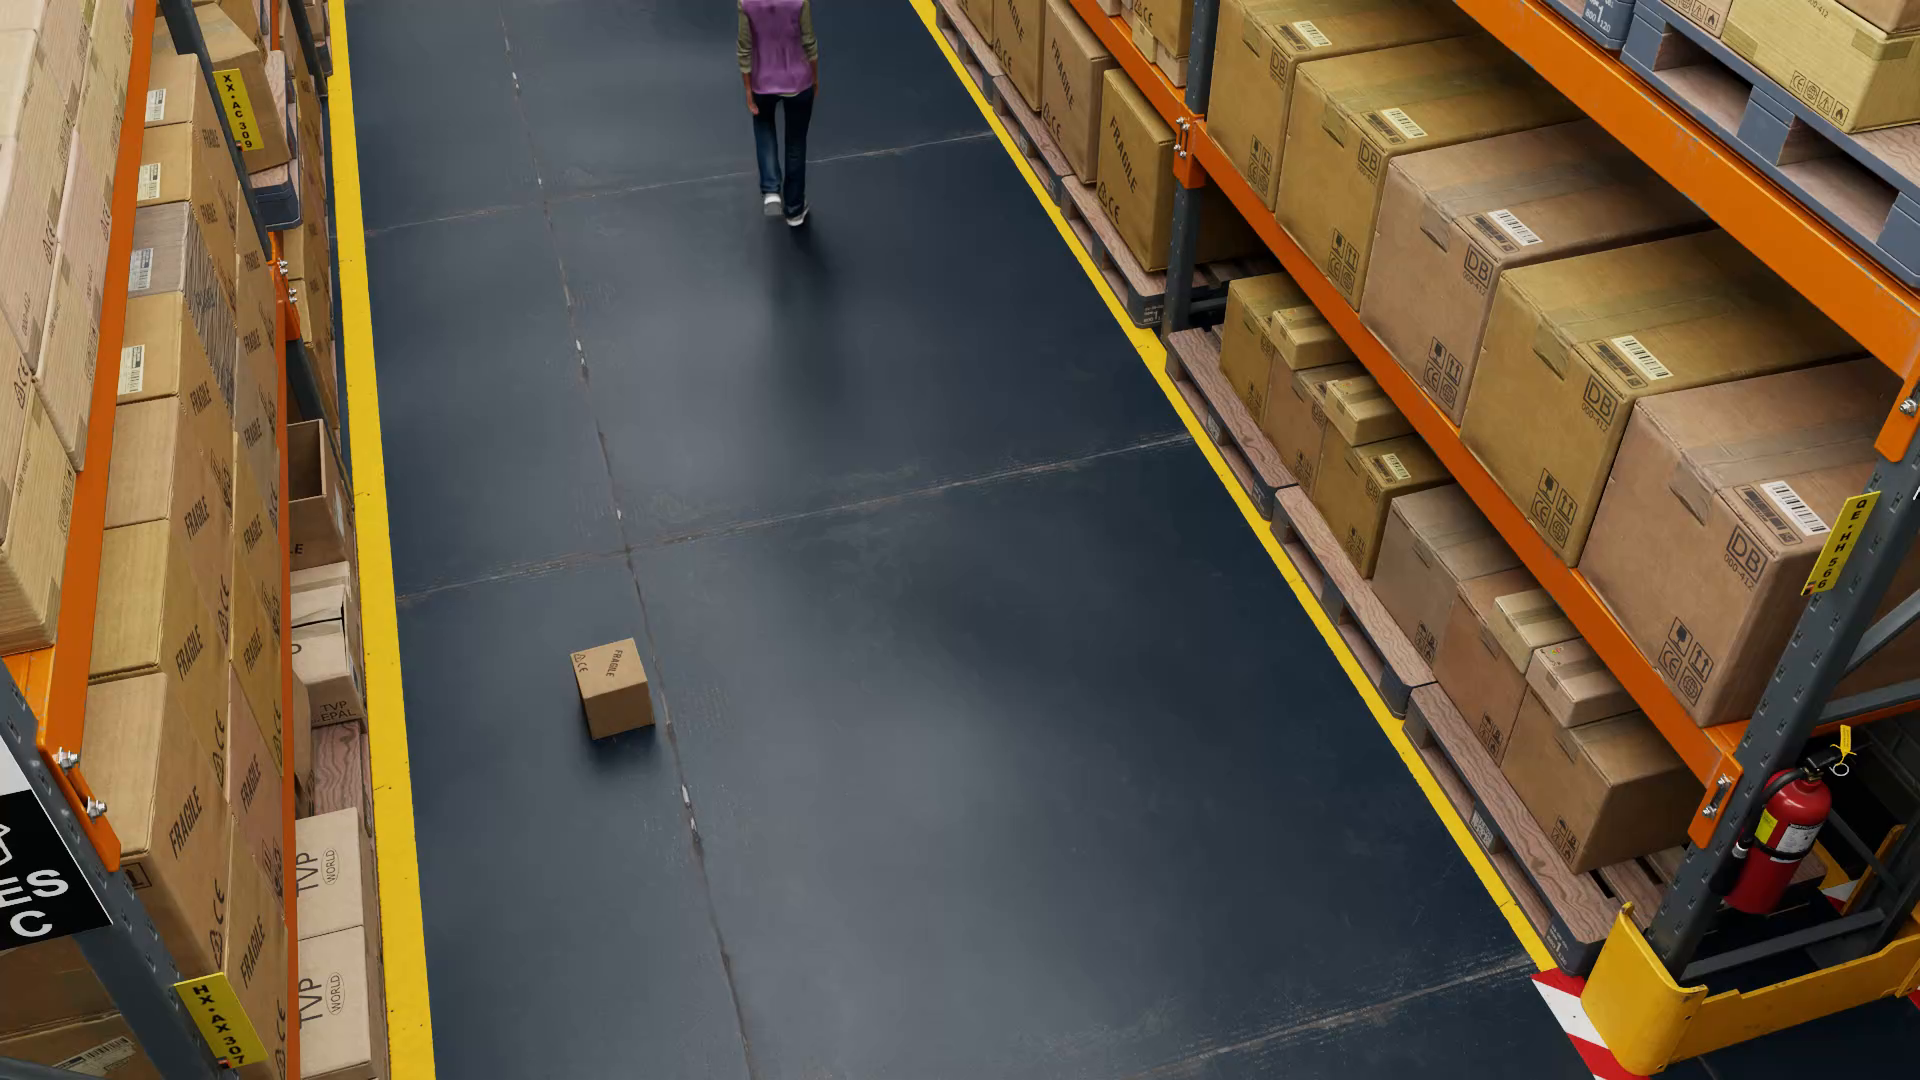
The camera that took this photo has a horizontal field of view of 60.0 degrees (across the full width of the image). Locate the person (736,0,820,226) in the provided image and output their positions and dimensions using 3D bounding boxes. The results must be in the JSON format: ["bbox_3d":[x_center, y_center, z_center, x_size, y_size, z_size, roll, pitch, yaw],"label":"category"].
[{"bbox_3d":[-0.939,-2.403,8.727,0.412,1.598,0.387,0,43,0],"label":"person"}]
